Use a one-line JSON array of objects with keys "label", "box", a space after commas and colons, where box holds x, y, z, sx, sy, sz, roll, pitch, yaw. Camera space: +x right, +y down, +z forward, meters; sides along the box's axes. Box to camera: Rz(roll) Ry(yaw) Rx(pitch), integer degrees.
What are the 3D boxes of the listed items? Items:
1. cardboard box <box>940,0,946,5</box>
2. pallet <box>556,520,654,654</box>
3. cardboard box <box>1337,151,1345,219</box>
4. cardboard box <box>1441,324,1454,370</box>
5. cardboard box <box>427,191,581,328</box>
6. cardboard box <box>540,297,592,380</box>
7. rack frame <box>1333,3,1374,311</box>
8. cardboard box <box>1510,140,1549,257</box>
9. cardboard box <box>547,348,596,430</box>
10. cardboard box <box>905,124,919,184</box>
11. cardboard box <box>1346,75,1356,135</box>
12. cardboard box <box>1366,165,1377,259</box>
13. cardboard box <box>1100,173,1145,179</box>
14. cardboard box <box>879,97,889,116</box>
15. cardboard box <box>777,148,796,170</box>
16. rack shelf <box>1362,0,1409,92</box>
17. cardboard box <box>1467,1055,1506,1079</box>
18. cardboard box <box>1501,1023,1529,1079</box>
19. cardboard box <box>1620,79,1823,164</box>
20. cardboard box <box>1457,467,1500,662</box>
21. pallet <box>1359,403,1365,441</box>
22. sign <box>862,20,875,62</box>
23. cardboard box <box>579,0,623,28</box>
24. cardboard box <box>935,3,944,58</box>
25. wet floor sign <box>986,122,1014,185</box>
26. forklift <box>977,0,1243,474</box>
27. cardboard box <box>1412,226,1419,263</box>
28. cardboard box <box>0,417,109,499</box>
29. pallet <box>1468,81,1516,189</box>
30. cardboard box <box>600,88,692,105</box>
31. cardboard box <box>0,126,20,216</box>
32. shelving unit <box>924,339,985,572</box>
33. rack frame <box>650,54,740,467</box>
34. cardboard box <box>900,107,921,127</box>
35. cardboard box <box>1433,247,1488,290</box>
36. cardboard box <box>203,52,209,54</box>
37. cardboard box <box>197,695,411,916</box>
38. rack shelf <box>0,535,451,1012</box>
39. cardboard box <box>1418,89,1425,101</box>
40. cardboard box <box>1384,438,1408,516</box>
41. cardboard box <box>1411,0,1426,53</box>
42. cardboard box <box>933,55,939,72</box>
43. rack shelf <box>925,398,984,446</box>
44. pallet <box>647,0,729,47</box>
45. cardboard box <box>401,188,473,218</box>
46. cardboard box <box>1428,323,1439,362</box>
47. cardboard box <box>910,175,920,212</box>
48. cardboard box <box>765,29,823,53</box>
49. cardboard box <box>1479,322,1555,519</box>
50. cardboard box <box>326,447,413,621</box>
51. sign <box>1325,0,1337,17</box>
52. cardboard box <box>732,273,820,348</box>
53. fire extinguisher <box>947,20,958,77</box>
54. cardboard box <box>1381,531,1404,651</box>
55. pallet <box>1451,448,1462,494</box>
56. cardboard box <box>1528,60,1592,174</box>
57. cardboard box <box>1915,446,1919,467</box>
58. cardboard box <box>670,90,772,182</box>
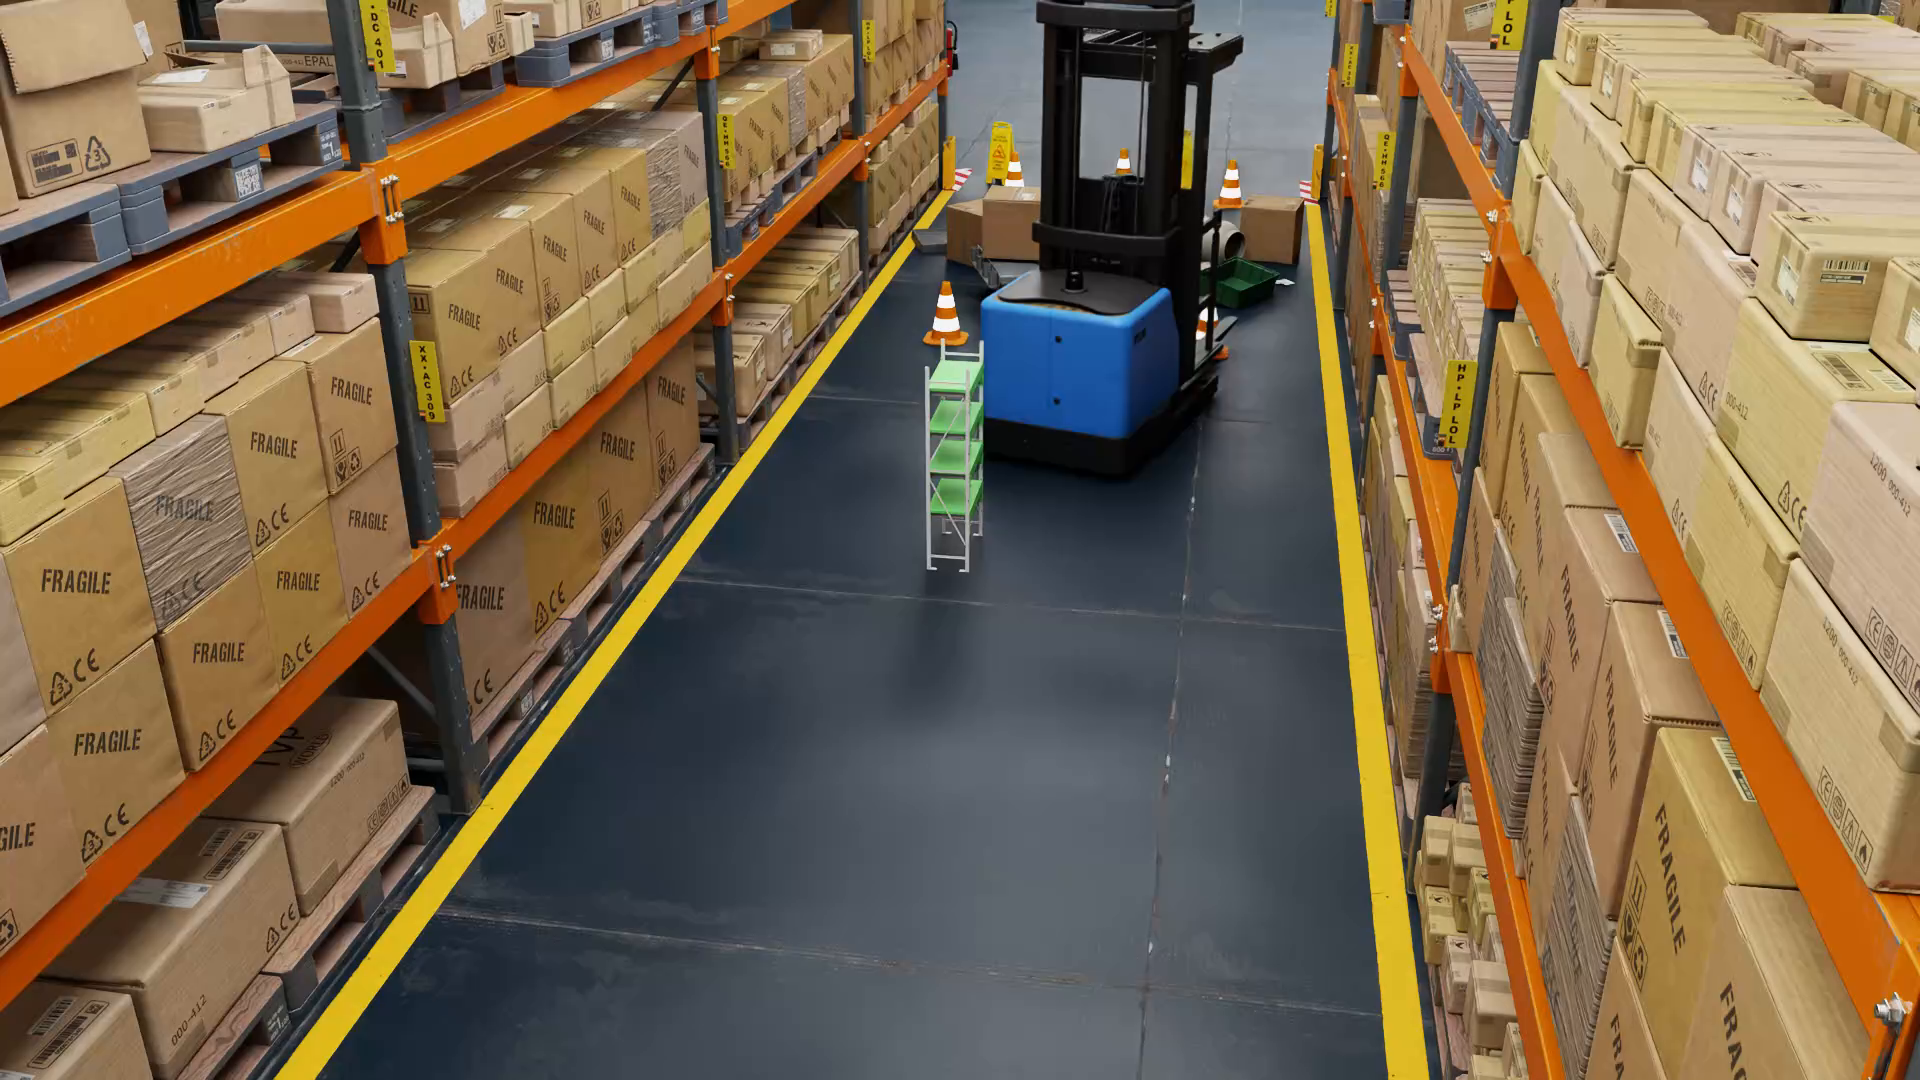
[{"label": "cardboard box", "box": [-0.503, -5.640, 16.614, 0.700, 0.500, 0.500, 3, 25, 7]}, {"label": "pallet", "box": [-2.348, 0.206, 9.062, 1.003, 0.211, 1.213, 4, 25, 9]}, {"label": "cardboard box", "box": [4.077, -3.507, 15.716, 0.875, 0.875, 0.875, 4, 25, 8]}, {"label": "cardboard box", "box": [2.386, -0.860, 7.498, 0.380, 0.149, 0.250, 4, 25, 9]}, {"label": "cardboard box", "box": [-2.101, -1.304, 7.700, 0.500, 0.500, 0.500, 3, 25, 7]}, {"label": "cardboard box", "box": [-2.080, -0.970, 7.871, 0.500, 0.250, 0.500, 4, 25, 9]}, {"label": "rack frame", "box": [3.611, -3.263, 13.182, 1.000, 3.000, 0.127, 4, 25, 9]}, {"label": "cardboard box", "box": [1.968, -1.032, 5.055, 0.500, 0.250, 0.500, 5, 26, 11]}, {"label": "cardboard box", "box": [-2.082, -0.745, 7.981, 0.500, 0.250, 0.500, 4, 25, 8]}, {"label": "cardboard box", "box": [-0.680, -3.739, 16.062, 0.500, 0.500, 0.500, 3, 25, 7]}, {"label": "cardboard box", "box": [3.727, -3.717, 13.977, 0.875, 0.550, 0.550, 4, 25, 9]}, {"label": "cardboard box", "box": [2.849, -2.051, 10.475, 0.500, 0.500, 0.500, 4, 25, 9]}, {"label": "cardboard box", "box": [1.575, -3.196, 15.984, 0.797, 0.503, 0.637, -14, 29, -27]}, {"label": "cardboard box", "box": [-0.843, -3.883, 14.803, 0.380, 0.149, 0.250, 5, 26, 10]}, {"label": "cardboard box", "box": [-1.394, -2.763, 11.915, 0.380, 0.149, 0.250, 5, 26, 10]}, {"label": "rack shelf", "box": [3.284, -3.459, 10.912, 1.077, 0.370, 4.000, 4, 25, 9]}, {"label": "cardboard box", "box": [1.753, 1.723, 5.048, 0.380, 0.149, 0.250, 4, 25, 8]}, {"label": "cardboard box", "box": [1.841, 1.596, 4.968, 0.380, 0.149, 0.250, 3, 25, 6]}, {"label": "cardboard box", "box": [1.755, -0.963, 3.848, 0.380, 0.149, 0.250, 5, 26, 11]}, {"label": "cardboard box", "box": [1.974, 0.093, 5.545, 0.500, 0.500, 0.500, 4, 25, 8]}, {"label": "pallet", "box": [3.161, -0.651, 10.893, 1.003, 0.211, 1.213, 4, 25, 9]}, {"label": "sign", "box": [-0.741, -4.051, 13.500, 0.100, 0.325, 0.005, 4, 25, 9]}, {"label": "cardboard box", "box": [-1.945, -2.727, 7.887, 0.500, 0.500, 0.500, 4, 25, 9]}, {"label": "cardboard box", "box": [-0.452, -5.170, 16.789, 0.500, 0.500, 0.500, 4, 25, 8]}, {"label": "wet floor sign", "box": [0.451, -4.175, 17.909, 0.267, 0.644, 0.232, 13, 28, 26]}, {"label": "forklift", "box": [1.201, -2.335, 11.282, 1.130, 2.935, 3.031, 11, 27, 23]}, {"label": "cardboard box", "box": [2.680, -1.613, 9.107, 0.380, 0.149, 0.250, 5, 26, 11]}, {"label": "cardboard box", "box": [-2.629, -0.224, 4.629, 0.380, 0.149, 0.250, 4, 25, 9]}, {"label": "pallet", "box": [2.510, -1.441, 5.974, 1.213, 0.211, 1.003, 4, 25, 9]}, {"label": "cardboard box", "box": [-2.069, -2.687, 10.988, 0.500, 0.500, 0.500, 4, 25, 8]}, {"label": "cardboard box", "box": [-2.773, -1.017, 4.114, 0.500, 0.500, 0.500, 4, 25, 9]}, {"label": "shelving unit", "box": [-0.027, -0.474, 9.348, 0.258, 1.200, 0.503, 4, 25, 9]}, {"label": "rack frame", "box": [-1.943, -1.891, 10.251, 1.000, 3.000, 0.127, 4, 25, 9]}, {"label": "cardboard box", "box": [-0.592, -4.088, 16.044, 0.380, 0.149, 0.250, 5, 26, 11]}, {"label": "cardboard box", "box": [2.519, -1.317, 8.124, 0.380, 0.149, 0.250, 5, 26, 11]}, {"label": "cardboard box", "box": [-6.456, -4.113, 14.115, 0.380, 0.149, 0.250, 3, 25, 7]}, {"label": "cardboard box", "box": [-2.805, 1.008, 6.586, 0.875, 0.438, 0.875, 4, 25, 8]}, {"label": "rack shelf", "box": [-2.923, 0.945, 5.042, 1.077, 0.370, 4.000, 4, 25, 9]}, {"label": "cardboard box", "box": [3.122, -2.487, 10.227, 0.700, 0.500, 0.500, 4, 25, 8]}, {"label": "cardboard box", "box": [2.429, -0.298, 8.416, 0.500, 0.250, 0.500, 4, 25, 9]}, {"label": "cardboard box", "box": [2.601, -2.773, 8.480, 0.500, 0.500, 0.500, 4, 25, 9]}, {"label": "cardboard box", "box": [-0.417, -4.838, 16.843, 0.380, 0.149, 0.250, 4, 25, 8]}, {"label": "rack shelf", "box": [-0.027, -0.634, 9.273, 0.258, 0.148, 0.480, 4, 25, 9]}, {"label": "pallet", "box": [-1.996, -2.891, 9.072, 1.213, 0.211, 1.003, 5, 26, 11]}, {"label": "cardboard box", "box": [-2.592, -1.348, 7.793, 0.500, 0.500, 0.500, 5, 26, 10]}, {"label": "cardboard box", "box": [2.470, -0.938, 8.018, 0.380, 0.149, 0.250, 4, 25, 9]}, {"label": "cardboard box", "box": [-0.674, -3.389, 16.200, 0.500, 0.250, 0.500, 3, 25, 7]}, {"label": "cardboard box", "box": [-1.241, -3.730, 12.450, 0.380, 0.149, 0.250, 3, 25, 7]}, {"label": "cardboard box", "box": [1.989, -0.378, 5.371, 0.500, 0.500, 0.500, 5, 25, 10]}, {"label": "cardboard box", "box": [-2.420, -0.051, 6.203, 0.500, 0.500, 0.500, 4, 25, 9]}, {"label": "sign", "box": [3.718, -5.405, 16.644, 0.100, 0.325, 0.005, 4, 25, 9]}, {"label": "cardboard box", "box": [-1.598, -1.752, 12.559, 0.950, 0.372, 0.625, 5, 26, 10]}, {"label": "fire extinguisher", "box": [-0.162, -5.217, 17.449, 0.296, 0.674, 0.183, 4, 25, 9]}, {"label": "cardboard box", "box": [2.348, 0.269, 8.090, 0.500, 0.500, 0.500, 3, 25, 7]}, {"label": "pallet", "box": [2.572, -0.140, 6.736, 1.003, 0.211, 1.213, 4, 25, 9]}, {"label": "cardboard box", "box": [1.988, -1.249, 4.930, 0.500, 0.250, 0.500, 5, 26, 10]}, {"label": "cardboard box", "box": [1.414, -0.101, 2.006, 0.380, 0.149, 0.250, 4, 25, 8]}, {"label": "cardboard box", "box": [-1.563, -2.651, 10.912, 0.500, 0.500, 0.500, 5, 26, 11]}]
